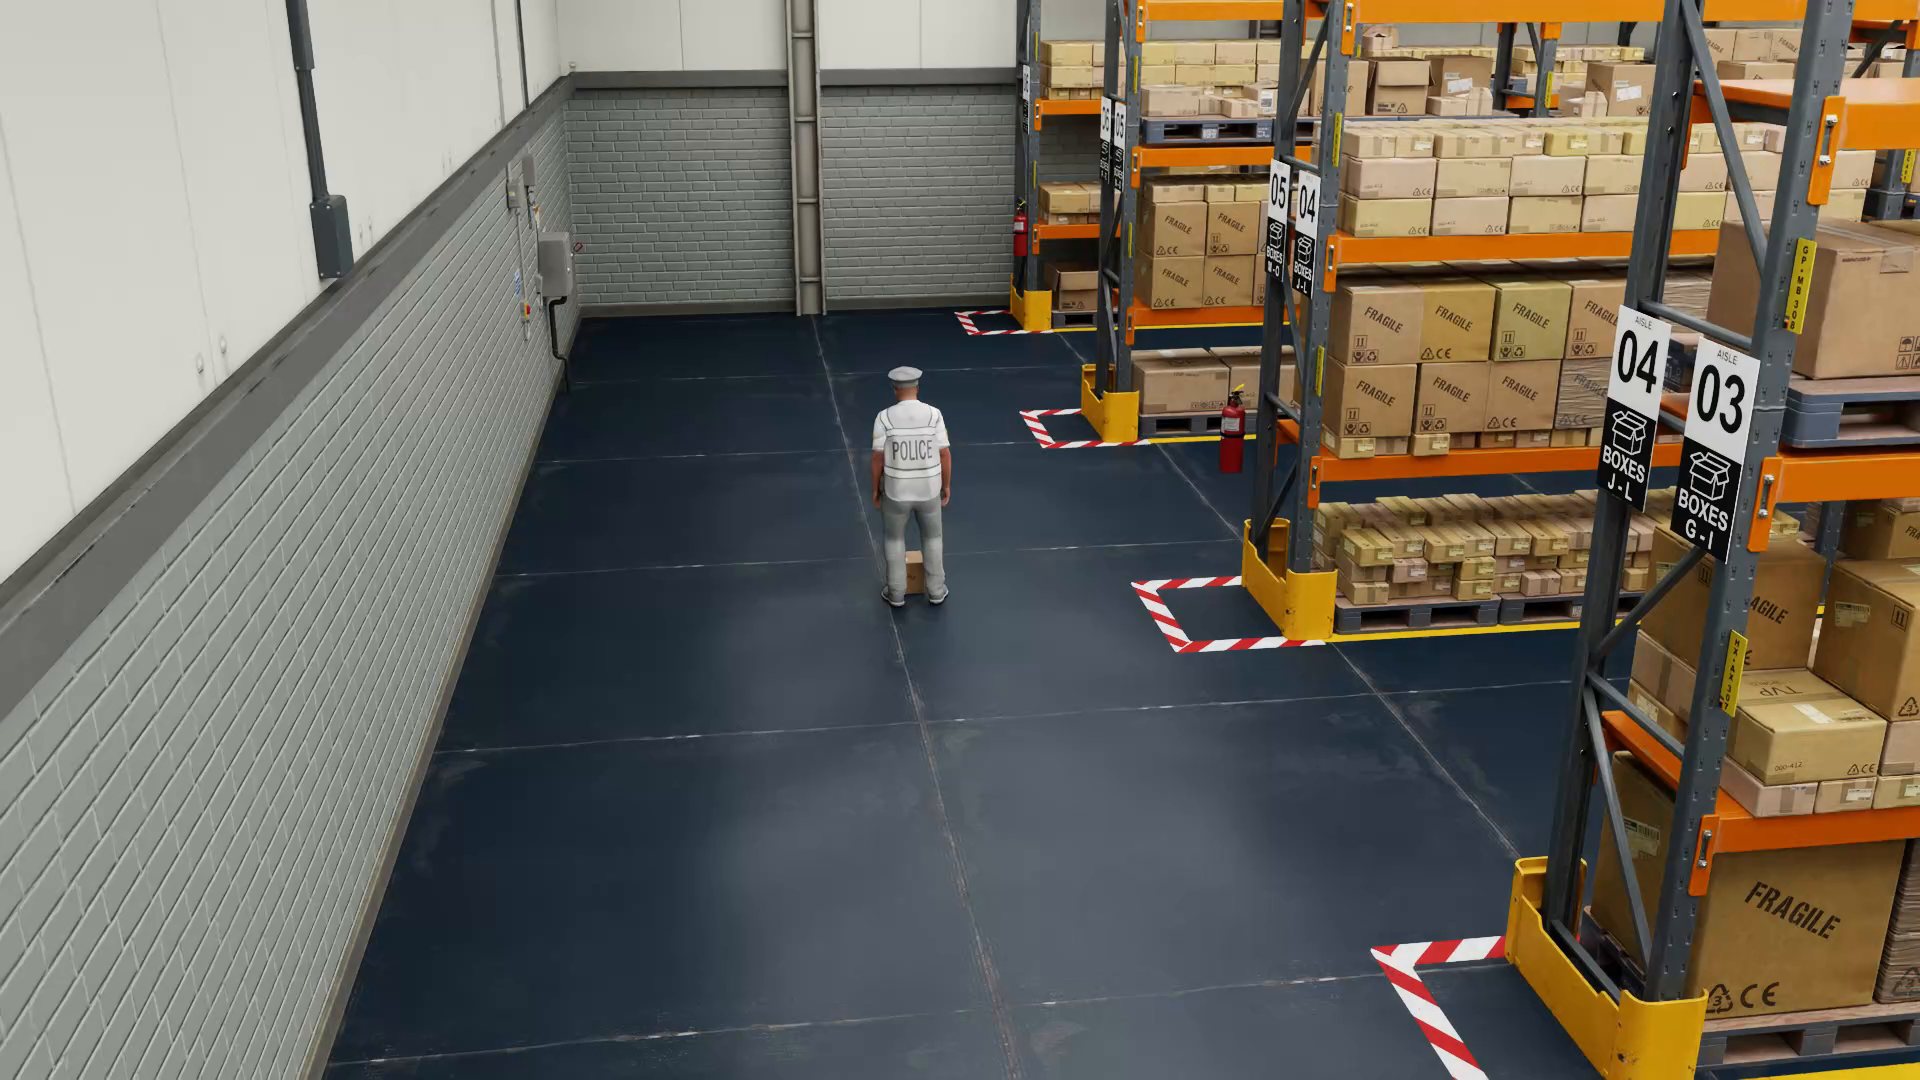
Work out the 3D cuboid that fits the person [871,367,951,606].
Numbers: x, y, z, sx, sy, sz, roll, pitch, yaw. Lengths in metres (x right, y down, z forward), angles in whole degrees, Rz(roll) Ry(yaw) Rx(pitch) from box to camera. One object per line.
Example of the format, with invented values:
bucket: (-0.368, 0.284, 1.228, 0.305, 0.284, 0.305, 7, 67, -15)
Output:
person: (-0.353, -0.366, 12.075, 0.585, 1.747, 0.439, -3, 20, -8)
